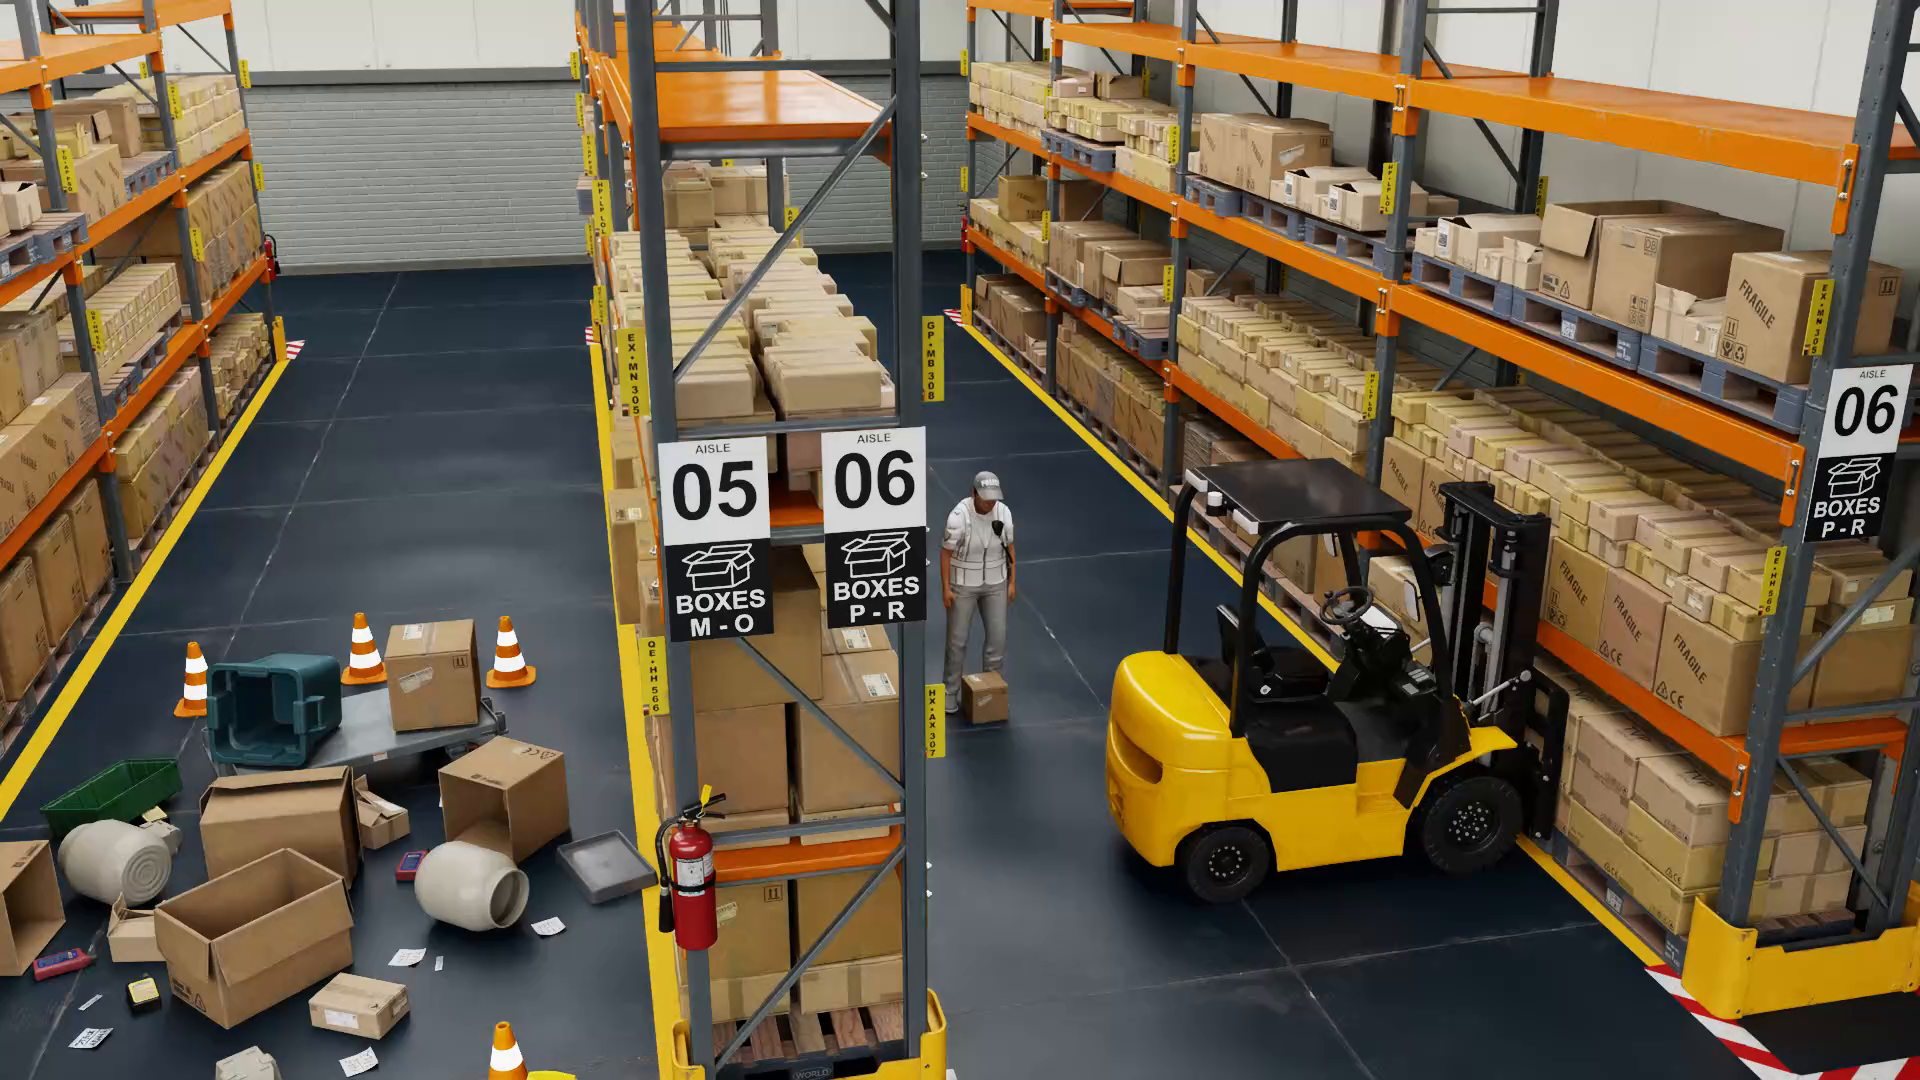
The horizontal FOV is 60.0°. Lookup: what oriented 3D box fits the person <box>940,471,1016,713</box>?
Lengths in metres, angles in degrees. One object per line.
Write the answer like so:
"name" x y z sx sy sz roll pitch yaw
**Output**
"person" 0.117 0.324 11.160 0.561 1.665 0.470 -6 21 -16
